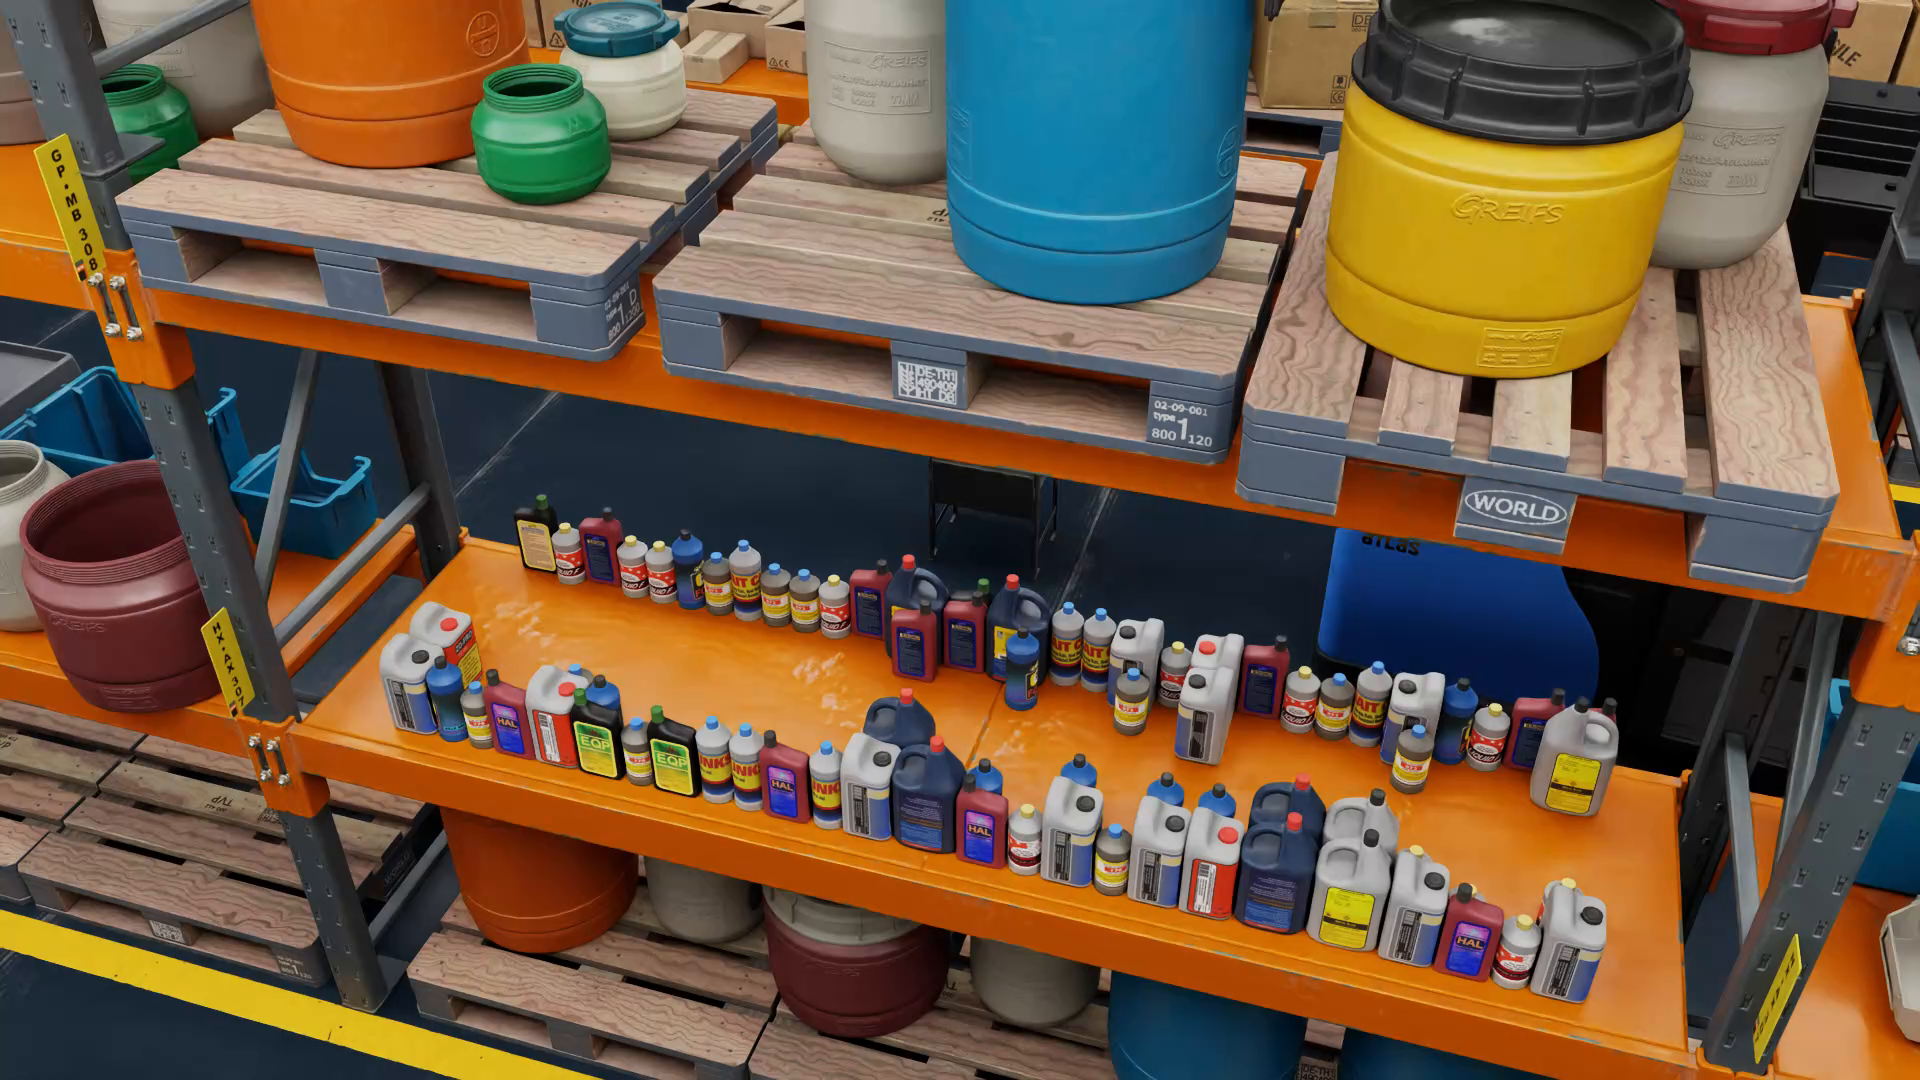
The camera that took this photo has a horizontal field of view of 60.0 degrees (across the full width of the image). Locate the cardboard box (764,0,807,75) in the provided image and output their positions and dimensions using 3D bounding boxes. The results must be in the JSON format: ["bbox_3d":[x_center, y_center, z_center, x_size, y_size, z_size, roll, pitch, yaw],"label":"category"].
[{"bbox_3d":[-0.726,-2.760,9.044,0.500,0.311,0.500,13,38,17],"label":"cardboard box"}]

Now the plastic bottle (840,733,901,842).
[{"bbox_3d":[-0.233,0.650,4.441,0.135,0.276,0.152,10,38,14],"label":"plastic bottle"}]

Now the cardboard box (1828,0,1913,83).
[{"bbox_3d":[3.792,-2.200,7.281,0.500,0.500,0.500,11,38,15],"label":"cardboard box"}]

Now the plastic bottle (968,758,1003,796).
[{"bbox_3d":[0.065,0.686,4.396,0.097,0.271,0.097,0,36,0],"label":"plastic bottle"}]

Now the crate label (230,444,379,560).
[{"bbox_3d":[-2.163,-0.124,5.529,0.416,0.233,0.303,10,38,14],"label":"crate label"}]

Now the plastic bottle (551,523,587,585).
[{"bbox_3d":[-1.255,0.036,5.338,0.097,0.201,0.097,0,36,0],"label":"plastic bottle"}]

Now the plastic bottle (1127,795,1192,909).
[{"bbox_3d":[0.514,0.788,4.253,0.135,0.276,0.152,10,38,14],"label":"plastic bottle"}]

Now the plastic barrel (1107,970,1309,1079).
[{"bbox_3d":[0.755,1.247,4.941,0.708,0.901,0.600,10,38,14],"label":"plastic barrel"}]

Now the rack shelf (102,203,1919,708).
[{"bbox_3d":[0.036,-0.469,3.934,4.000,0.370,1.077,10,38,14],"label":"rack shelf"}]

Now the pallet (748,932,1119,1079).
[{"bbox_3d":[0.053,1.551,5.465,1.213,0.211,1.003,10,38,14],"label":"pallet"}]

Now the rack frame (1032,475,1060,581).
[{"bbox_3d":[0.391,-0.773,7.029,0.015,2.100,0.400,10,38,14],"label":"rack frame"}]

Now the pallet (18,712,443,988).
[{"bbox_3d":[-2.601,1.060,6.132,1.213,0.211,1.003,10,38,14],"label":"pallet"}]

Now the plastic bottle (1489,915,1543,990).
[{"bbox_3d":[1.354,0.991,4.041,0.097,0.201,0.097,0,36,0],"label":"plastic bottle"}]

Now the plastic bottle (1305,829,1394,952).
[{"bbox_3d":[0.970,0.845,4.113,0.185,0.351,0.144,10,38,14],"label":"plastic bottle"}]

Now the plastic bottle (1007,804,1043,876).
[{"bbox_3d":[0.174,0.772,4.338,0.097,0.201,0.097,0,36,0],"label":"plastic bottle"}]

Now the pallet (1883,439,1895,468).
[{"bbox_3d":[4.081,-0.754,8.597,1.213,0.211,1.003,10,38,14],"label":"pallet"}]

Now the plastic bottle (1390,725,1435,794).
[{"bbox_3d":[1.248,0.594,4.580,0.097,0.201,0.097,0,36,0],"label":"plastic bottle"}]

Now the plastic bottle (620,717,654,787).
[{"bbox_3d":[-0.885,0.576,4.604,0.097,0.201,0.097,0,36,0],"label":"plastic bottle"}]

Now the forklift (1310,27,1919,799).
[{"bbox_3d":[2.985,-0.418,5.845,3.031,2.935,1.130,14,39,18],"label":"forklift"}]

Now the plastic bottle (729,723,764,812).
[{"bbox_3d":[-0.572,0.606,4.505,0.097,0.271,0.097,0,36,0],"label":"plastic bottle"}]

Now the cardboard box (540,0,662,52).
[{"bbox_3d":[-1.999,-3.034,9.258,0.500,0.500,0.500,9,37,11],"label":"cardboard box"}]

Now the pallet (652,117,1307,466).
[{"bbox_3d":[0.084,-0.612,3.679,1.213,0.211,1.003,10,38,14],"label":"pallet"}]

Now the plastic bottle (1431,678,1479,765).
[{"bbox_3d":[1.387,0.497,4.652,0.097,0.271,0.097,0,36,0],"label":"plastic bottle"}]

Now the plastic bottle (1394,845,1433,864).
[{"bbox_3d":[1.143,0.857,4.222,0.097,0.201,0.097,0,36,0],"label":"plastic bottle"}]

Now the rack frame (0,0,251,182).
[{"bbox_3d":[-1.873,-2.321,3.312,0.127,3.000,1.000,10,38,14],"label":"rack frame"}]

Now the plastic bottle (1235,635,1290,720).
[{"bbox_3d":[0.875,0.386,4.793,0.133,0.283,0.061,10,38,14],"label":"plastic bottle"}]

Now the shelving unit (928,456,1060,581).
[{"bbox_3d":[0.158,-0.816,7.088,0.503,2.100,0.431,10,38,14],"label":"shelving unit"}]

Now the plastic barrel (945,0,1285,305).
[{"bbox_3d":[0.270,-0.992,3.259,0.708,0.901,0.600,10,38,14],"label":"plastic barrel"}]

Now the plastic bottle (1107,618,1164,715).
[{"bbox_3d":[0.512,0.350,4.848,0.135,0.276,0.152,10,38,14],"label":"plastic bottle"}]

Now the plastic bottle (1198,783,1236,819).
[{"bbox_3d":[0.662,0.740,4.323,0.097,0.271,0.097,0,36,0],"label":"plastic bottle"}]

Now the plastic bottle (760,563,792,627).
[{"bbox_3d":[-0.570,0.163,5.165,0.097,0.201,0.097,0,36,0],"label":"plastic bottle"}]

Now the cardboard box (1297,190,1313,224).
[{"bbox_3d":[2.082,-1.872,8.868,0.500,0.250,0.500,11,38,14],"label":"cardboard box"}]

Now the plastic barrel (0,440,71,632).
[{"bbox_3d":[-2.918,-0.011,5.140,0.421,0.512,0.421,0,36,0],"label":"plastic barrel"}]

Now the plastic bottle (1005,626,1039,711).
[{"bbox_3d":[0.180,0.363,4.834,0.097,0.271,0.097,0,36,0],"label":"plastic bottle"}]

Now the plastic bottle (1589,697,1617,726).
[{"bbox_3d":[1.722,0.543,4.580,0.133,0.283,0.061,10,38,14],"label":"plastic bottle"}]

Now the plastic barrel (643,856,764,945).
[{"bbox_3d":[-0.835,1.054,5.532,0.421,0.512,0.421,0,36,0],"label":"plastic barrel"}]

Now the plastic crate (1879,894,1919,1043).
[{"bbox_3d":[2.347,1.048,3.968,0.243,0.136,0.396,10,38,14],"label":"plastic crate"}]

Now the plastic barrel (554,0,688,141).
[{"bbox_3d":[-0.806,-1.119,3.972,0.301,0.262,0.301,0,36,0],"label":"plastic barrel"}]

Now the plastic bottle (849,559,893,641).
[{"bbox_3d":[-0.269,0.175,5.081,0.133,0.283,0.061,10,38,14],"label":"plastic bottle"}]

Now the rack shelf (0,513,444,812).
[{"bbox_3d":[-3.782,0.032,5.783,4.000,0.370,1.077,10,38,14],"label":"rack shelf"}]

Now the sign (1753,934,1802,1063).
[{"bbox_3d":[1.779,1.002,3.625,0.005,0.325,0.100,10,38,14],"label":"sign"}]

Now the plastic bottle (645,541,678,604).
[{"bbox_3d":[-0.942,0.094,5.259,0.097,0.201,0.097,0,36,0],"label":"plastic bottle"}]

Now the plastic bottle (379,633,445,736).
[{"bbox_3d":[-1.556,0.405,4.774,0.135,0.276,0.152,10,38,14],"label":"plastic bottle"}]

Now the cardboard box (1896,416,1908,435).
[{"bbox_3d":[4.591,-0.692,8.178,0.250,0.166,0.380,10,38,14],"label":"cardboard box"}]

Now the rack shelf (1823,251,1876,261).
[{"bbox_3d":[5.335,-1.356,7.669,4.000,0.370,1.077,10,38,14],"label":"rack shelf"}]

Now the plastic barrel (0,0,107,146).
[{"bbox_3d":[-2.592,-1.582,4.416,0.600,0.901,0.600,0,36,0],"label":"plastic barrel"}]

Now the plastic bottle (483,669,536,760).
[{"bbox_3d":[-1.256,0.486,4.658,0.133,0.283,0.061,10,38,14],"label":"plastic bottle"}]

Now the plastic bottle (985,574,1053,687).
[{"bbox_3d":[0.175,0.255,4.914,0.185,0.351,0.144,10,38,14],"label":"plastic bottle"}]

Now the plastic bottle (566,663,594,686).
[{"bbox_3d":[-1.095,0.443,4.786,0.097,0.201,0.097,0,36,0],"label":"plastic bottle"}]

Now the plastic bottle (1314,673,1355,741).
[{"bbox_3d":[1.072,0.467,4.752,0.097,0.201,0.097,0,36,0],"label":"plastic bottle"}]
